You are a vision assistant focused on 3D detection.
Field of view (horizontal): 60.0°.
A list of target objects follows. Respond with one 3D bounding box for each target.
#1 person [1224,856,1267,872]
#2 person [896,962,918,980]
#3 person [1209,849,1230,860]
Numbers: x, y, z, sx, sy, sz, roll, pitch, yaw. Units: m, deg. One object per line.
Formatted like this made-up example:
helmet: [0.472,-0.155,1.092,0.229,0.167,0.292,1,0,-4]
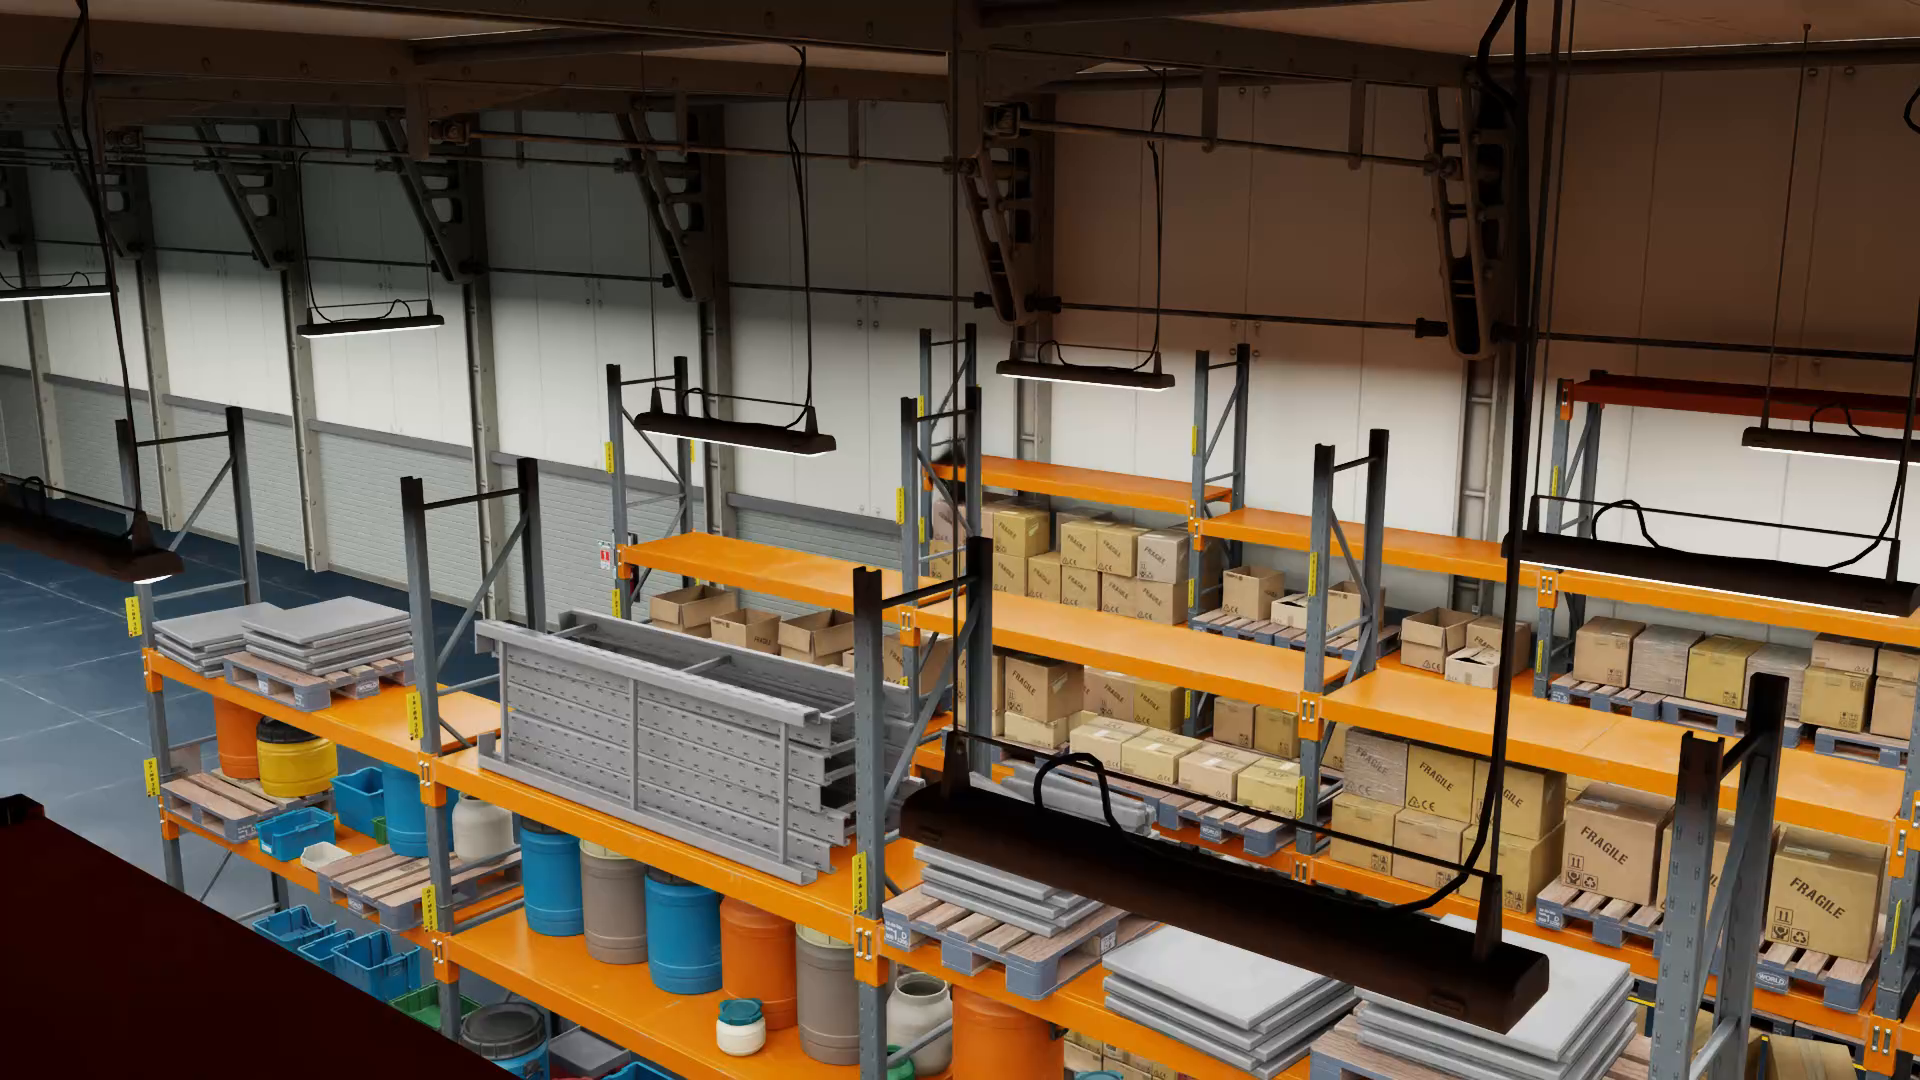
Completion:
person: [2.684,3.622,16.430,0.703,1.688,0.534,7,15,29]
person: [-0.429,4.247,13.652,0.802,1.713,0.555,9,15,33]
person: [2.806,3.367,17.378,0.999,1.753,0.713,5,14,21]
